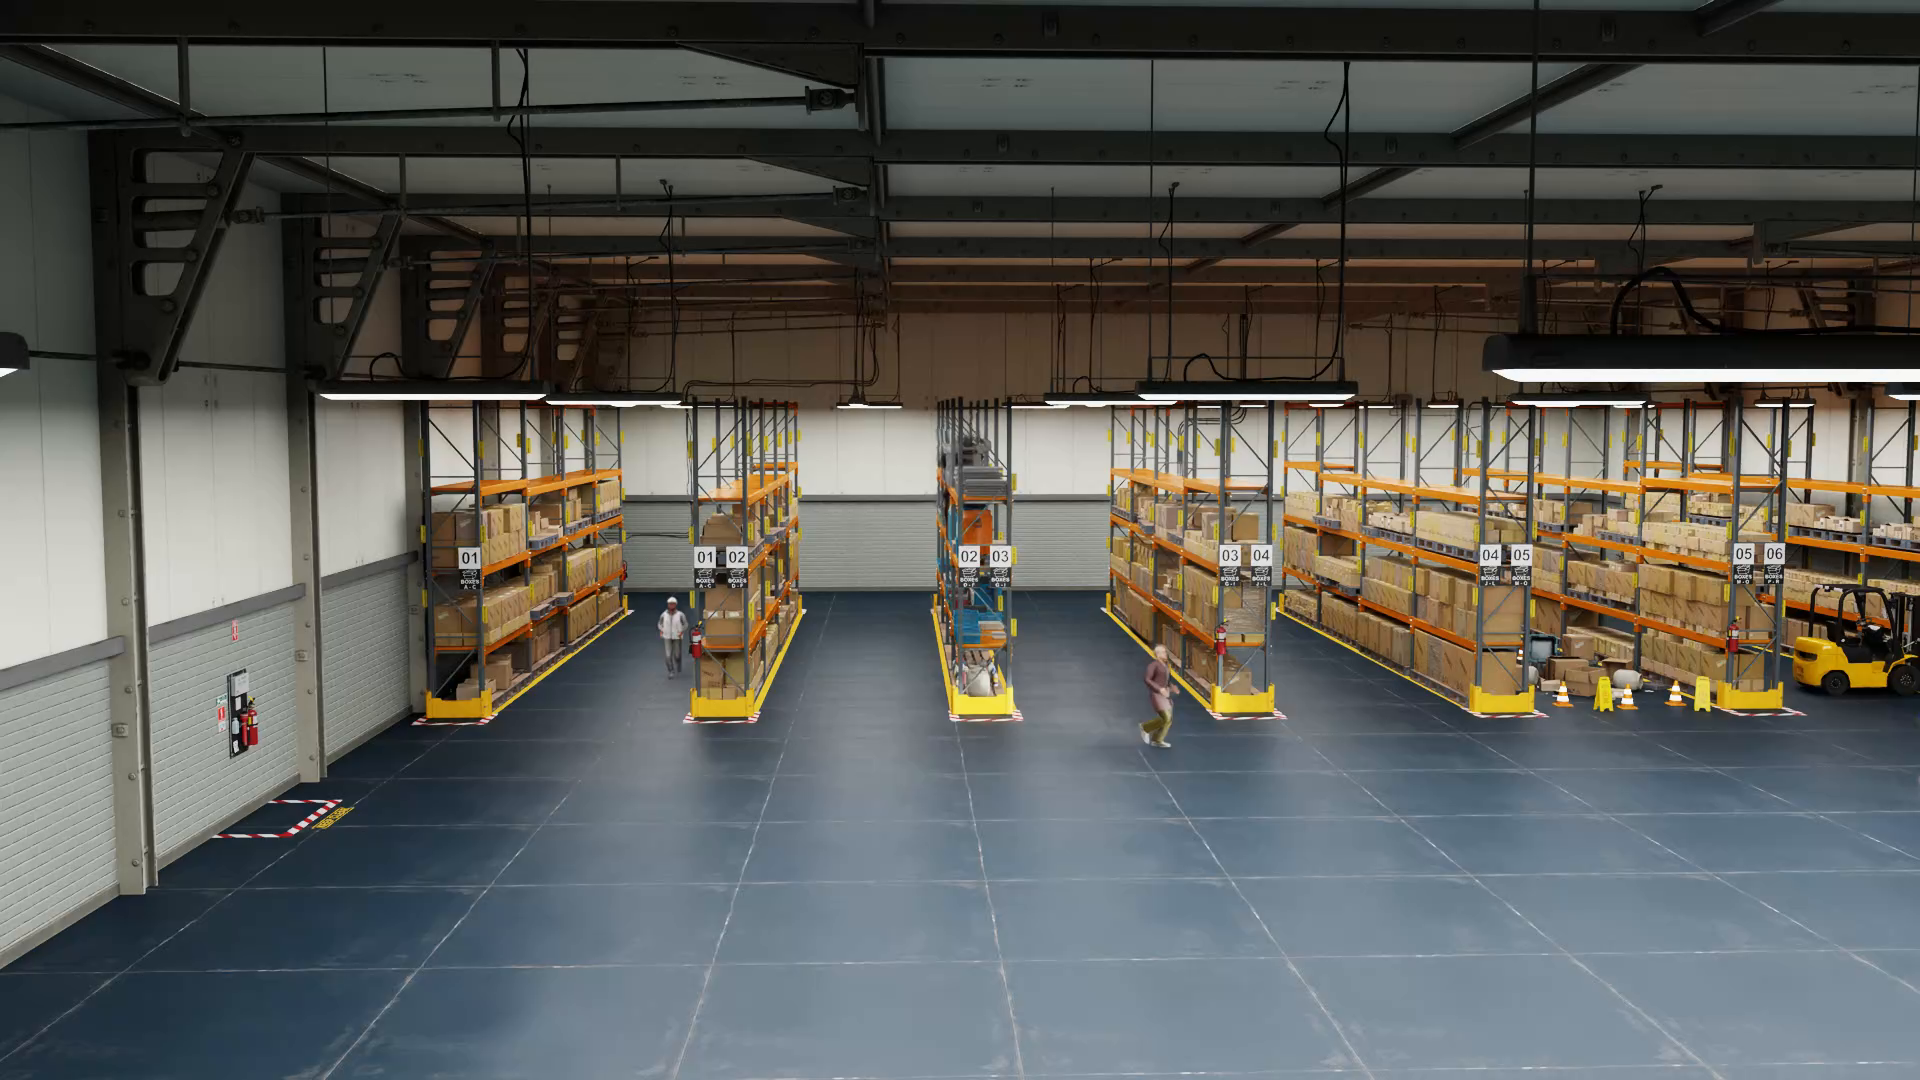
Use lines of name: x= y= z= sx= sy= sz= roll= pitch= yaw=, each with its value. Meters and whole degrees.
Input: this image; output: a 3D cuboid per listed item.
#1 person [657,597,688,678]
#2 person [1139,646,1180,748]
person: x=-6.197 y=2.096 z=35.818 sx=0.657 sy=1.721 sz=0.612 roll=0 pitch=4 yaw=-2
person: x=3.411 y=2.672 z=28.319 sx=0.572 sy=1.719 sz=0.694 roll=2 pitch=5 yaw=28
